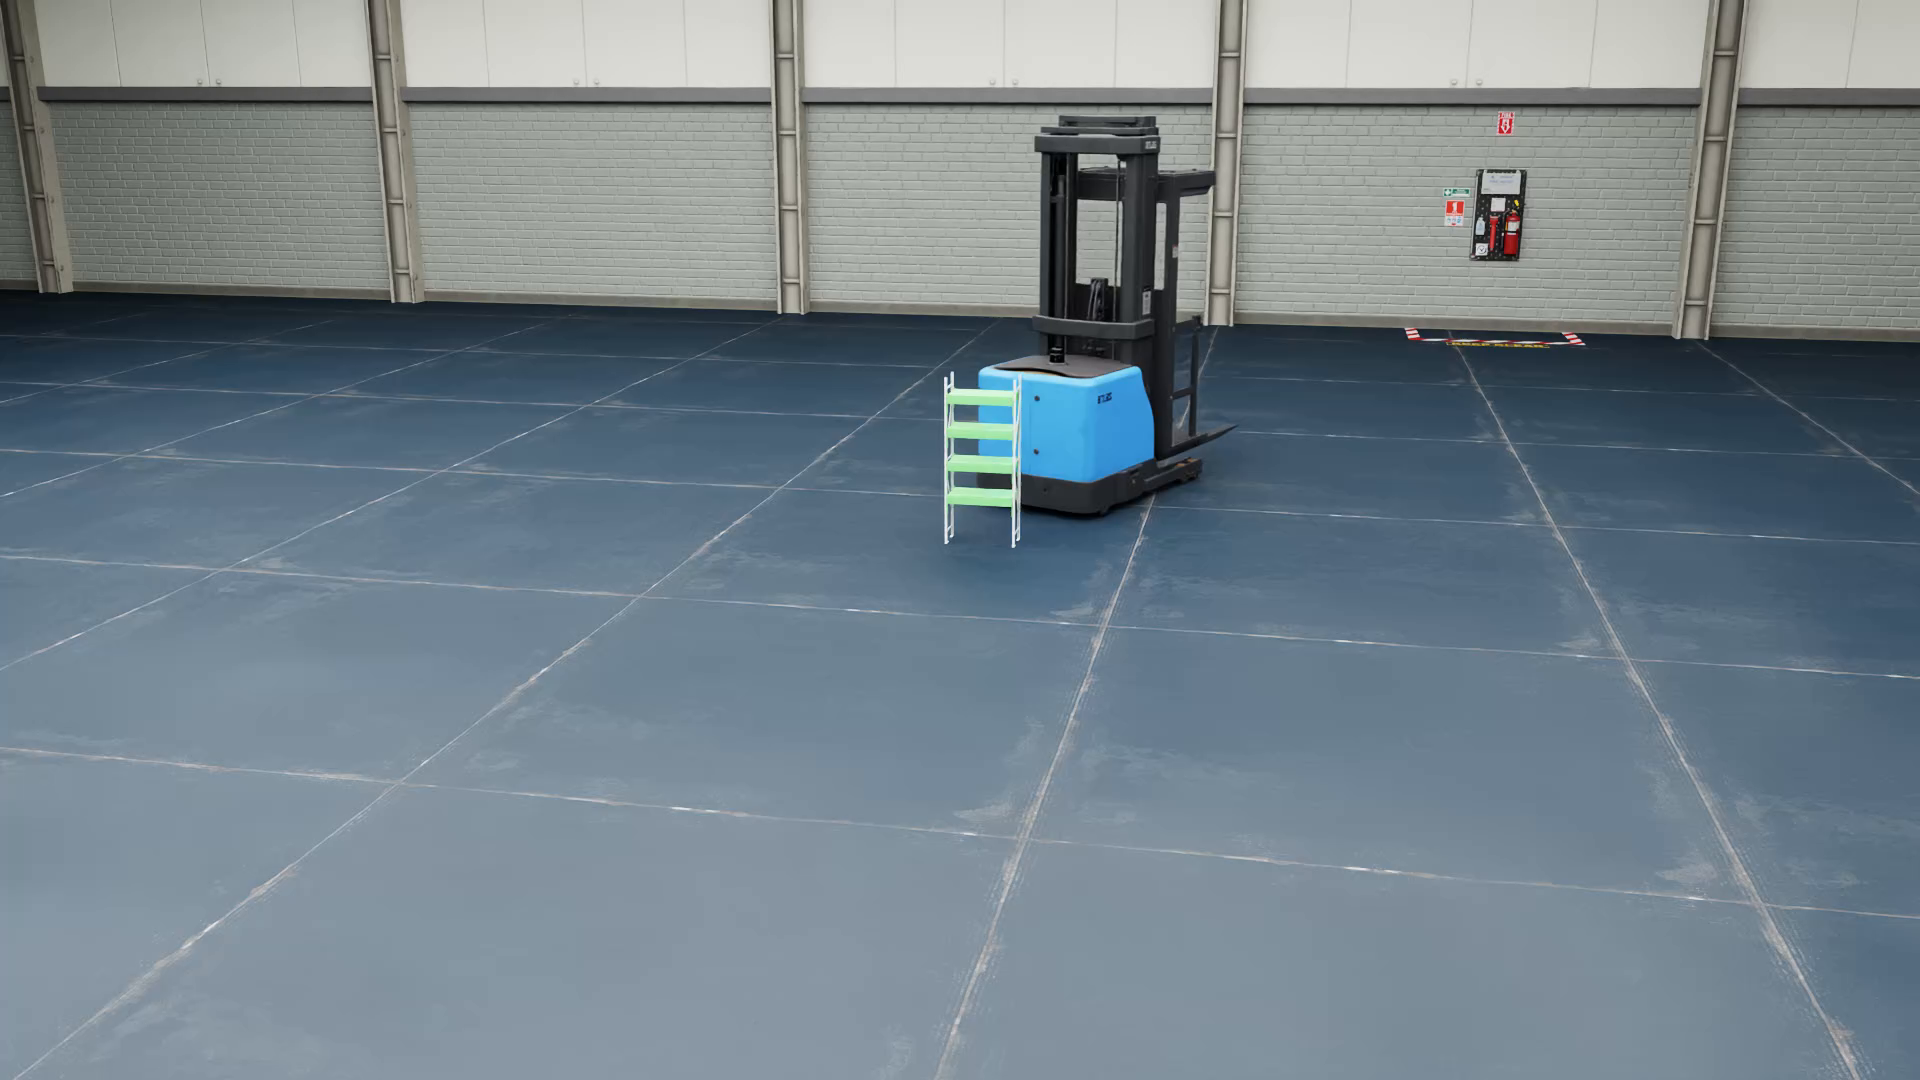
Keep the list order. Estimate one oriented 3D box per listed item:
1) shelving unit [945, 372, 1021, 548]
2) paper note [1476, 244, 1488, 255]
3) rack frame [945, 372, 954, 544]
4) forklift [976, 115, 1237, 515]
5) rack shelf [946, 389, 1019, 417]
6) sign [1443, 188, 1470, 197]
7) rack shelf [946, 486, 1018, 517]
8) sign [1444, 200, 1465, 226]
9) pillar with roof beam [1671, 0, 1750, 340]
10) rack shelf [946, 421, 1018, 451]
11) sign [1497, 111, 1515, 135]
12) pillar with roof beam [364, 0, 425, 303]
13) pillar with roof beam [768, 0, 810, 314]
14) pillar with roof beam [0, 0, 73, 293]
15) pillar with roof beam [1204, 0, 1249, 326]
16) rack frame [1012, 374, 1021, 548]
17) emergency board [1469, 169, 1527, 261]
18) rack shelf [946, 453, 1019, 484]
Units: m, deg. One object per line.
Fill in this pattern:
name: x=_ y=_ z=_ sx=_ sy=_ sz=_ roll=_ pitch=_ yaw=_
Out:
shelving unit: x=0.162 y=-0.569 z=11.800 sx=0.503 sy=1.200 sz=0.258 roll=3 pitch=16 yaw=11
paper note: x=6.819 y=-3.797 z=21.731 sx=0.142 sy=0.148 sz=0.016 roll=3 pitch=16 yaw=11
rack frame: x=-0.077 y=-0.582 z=11.847 sx=0.015 sy=1.200 sz=0.240 roll=3 pitch=16 yaw=11
forklift: x=1.362 y=-1.942 z=13.512 sx=1.130 sy=2.935 sz=3.031 roll=10 pitch=18 yaw=32
rack shelf: x=0.162 y=-0.970 z=11.689 sx=0.480 sy=0.148 sz=0.258 roll=3 pitch=16 yaw=11
sign: x=6.460 y=-4.521 z=21.633 sx=0.331 sy=0.109 sz=0.001 roll=3 pitch=16 yaw=11
rack shelf: x=0.162 y=-0.277 z=11.881 sx=0.480 sy=0.148 sz=0.258 roll=3 pitch=16 yaw=11
sign: x=6.458 y=-4.268 z=21.713 sx=0.234 sy=0.329 sz=0.001 roll=3 pitch=16 yaw=11
pillar with roof beam: x=8.535 y=-5.818 z=16.137 sx=0.400 sy=9.000 sz=9.100 roll=3 pitch=16 yaw=11
rack shelf: x=0.162 y=-0.739 z=11.753 sx=0.480 sy=0.148 sz=0.258 roll=3 pitch=16 yaw=11
sign: x=6.991 y=-5.338 z=21.300 sx=0.199 sy=0.298 sz=0.001 roll=3 pitch=16 yaw=11
pillar with roof beam: x=-9.104 y=-6.775 z=19.594 sx=0.400 sy=9.000 sz=9.100 roll=3 pitch=16 yaw=11
pillar with roof beam: x=-3.224 y=-6.456 z=18.442 sx=0.400 sy=9.000 sz=9.100 roll=3 pitch=16 yaw=11
pillar with roof beam: x=-14.984 y=-7.094 z=20.746 sx=0.400 sy=9.000 sz=9.100 roll=3 pitch=16 yaw=11
pillar with roof beam: x=2.655 y=-6.137 z=17.290 sx=0.400 sy=9.000 sz=9.100 roll=3 pitch=16 yaw=11
rack frame: x=0.401 y=-0.556 z=11.753 sx=0.015 sy=1.200 sz=0.240 roll=3 pitch=16 yaw=11
emergency board: x=6.979 y=-4.194 z=21.514 sx=0.643 sy=1.169 sz=0.194 roll=3 pitch=16 yaw=11
rack shelf: x=0.162 y=-0.508 z=11.817 sx=0.480 sy=0.148 sz=0.258 roll=3 pitch=16 yaw=11
